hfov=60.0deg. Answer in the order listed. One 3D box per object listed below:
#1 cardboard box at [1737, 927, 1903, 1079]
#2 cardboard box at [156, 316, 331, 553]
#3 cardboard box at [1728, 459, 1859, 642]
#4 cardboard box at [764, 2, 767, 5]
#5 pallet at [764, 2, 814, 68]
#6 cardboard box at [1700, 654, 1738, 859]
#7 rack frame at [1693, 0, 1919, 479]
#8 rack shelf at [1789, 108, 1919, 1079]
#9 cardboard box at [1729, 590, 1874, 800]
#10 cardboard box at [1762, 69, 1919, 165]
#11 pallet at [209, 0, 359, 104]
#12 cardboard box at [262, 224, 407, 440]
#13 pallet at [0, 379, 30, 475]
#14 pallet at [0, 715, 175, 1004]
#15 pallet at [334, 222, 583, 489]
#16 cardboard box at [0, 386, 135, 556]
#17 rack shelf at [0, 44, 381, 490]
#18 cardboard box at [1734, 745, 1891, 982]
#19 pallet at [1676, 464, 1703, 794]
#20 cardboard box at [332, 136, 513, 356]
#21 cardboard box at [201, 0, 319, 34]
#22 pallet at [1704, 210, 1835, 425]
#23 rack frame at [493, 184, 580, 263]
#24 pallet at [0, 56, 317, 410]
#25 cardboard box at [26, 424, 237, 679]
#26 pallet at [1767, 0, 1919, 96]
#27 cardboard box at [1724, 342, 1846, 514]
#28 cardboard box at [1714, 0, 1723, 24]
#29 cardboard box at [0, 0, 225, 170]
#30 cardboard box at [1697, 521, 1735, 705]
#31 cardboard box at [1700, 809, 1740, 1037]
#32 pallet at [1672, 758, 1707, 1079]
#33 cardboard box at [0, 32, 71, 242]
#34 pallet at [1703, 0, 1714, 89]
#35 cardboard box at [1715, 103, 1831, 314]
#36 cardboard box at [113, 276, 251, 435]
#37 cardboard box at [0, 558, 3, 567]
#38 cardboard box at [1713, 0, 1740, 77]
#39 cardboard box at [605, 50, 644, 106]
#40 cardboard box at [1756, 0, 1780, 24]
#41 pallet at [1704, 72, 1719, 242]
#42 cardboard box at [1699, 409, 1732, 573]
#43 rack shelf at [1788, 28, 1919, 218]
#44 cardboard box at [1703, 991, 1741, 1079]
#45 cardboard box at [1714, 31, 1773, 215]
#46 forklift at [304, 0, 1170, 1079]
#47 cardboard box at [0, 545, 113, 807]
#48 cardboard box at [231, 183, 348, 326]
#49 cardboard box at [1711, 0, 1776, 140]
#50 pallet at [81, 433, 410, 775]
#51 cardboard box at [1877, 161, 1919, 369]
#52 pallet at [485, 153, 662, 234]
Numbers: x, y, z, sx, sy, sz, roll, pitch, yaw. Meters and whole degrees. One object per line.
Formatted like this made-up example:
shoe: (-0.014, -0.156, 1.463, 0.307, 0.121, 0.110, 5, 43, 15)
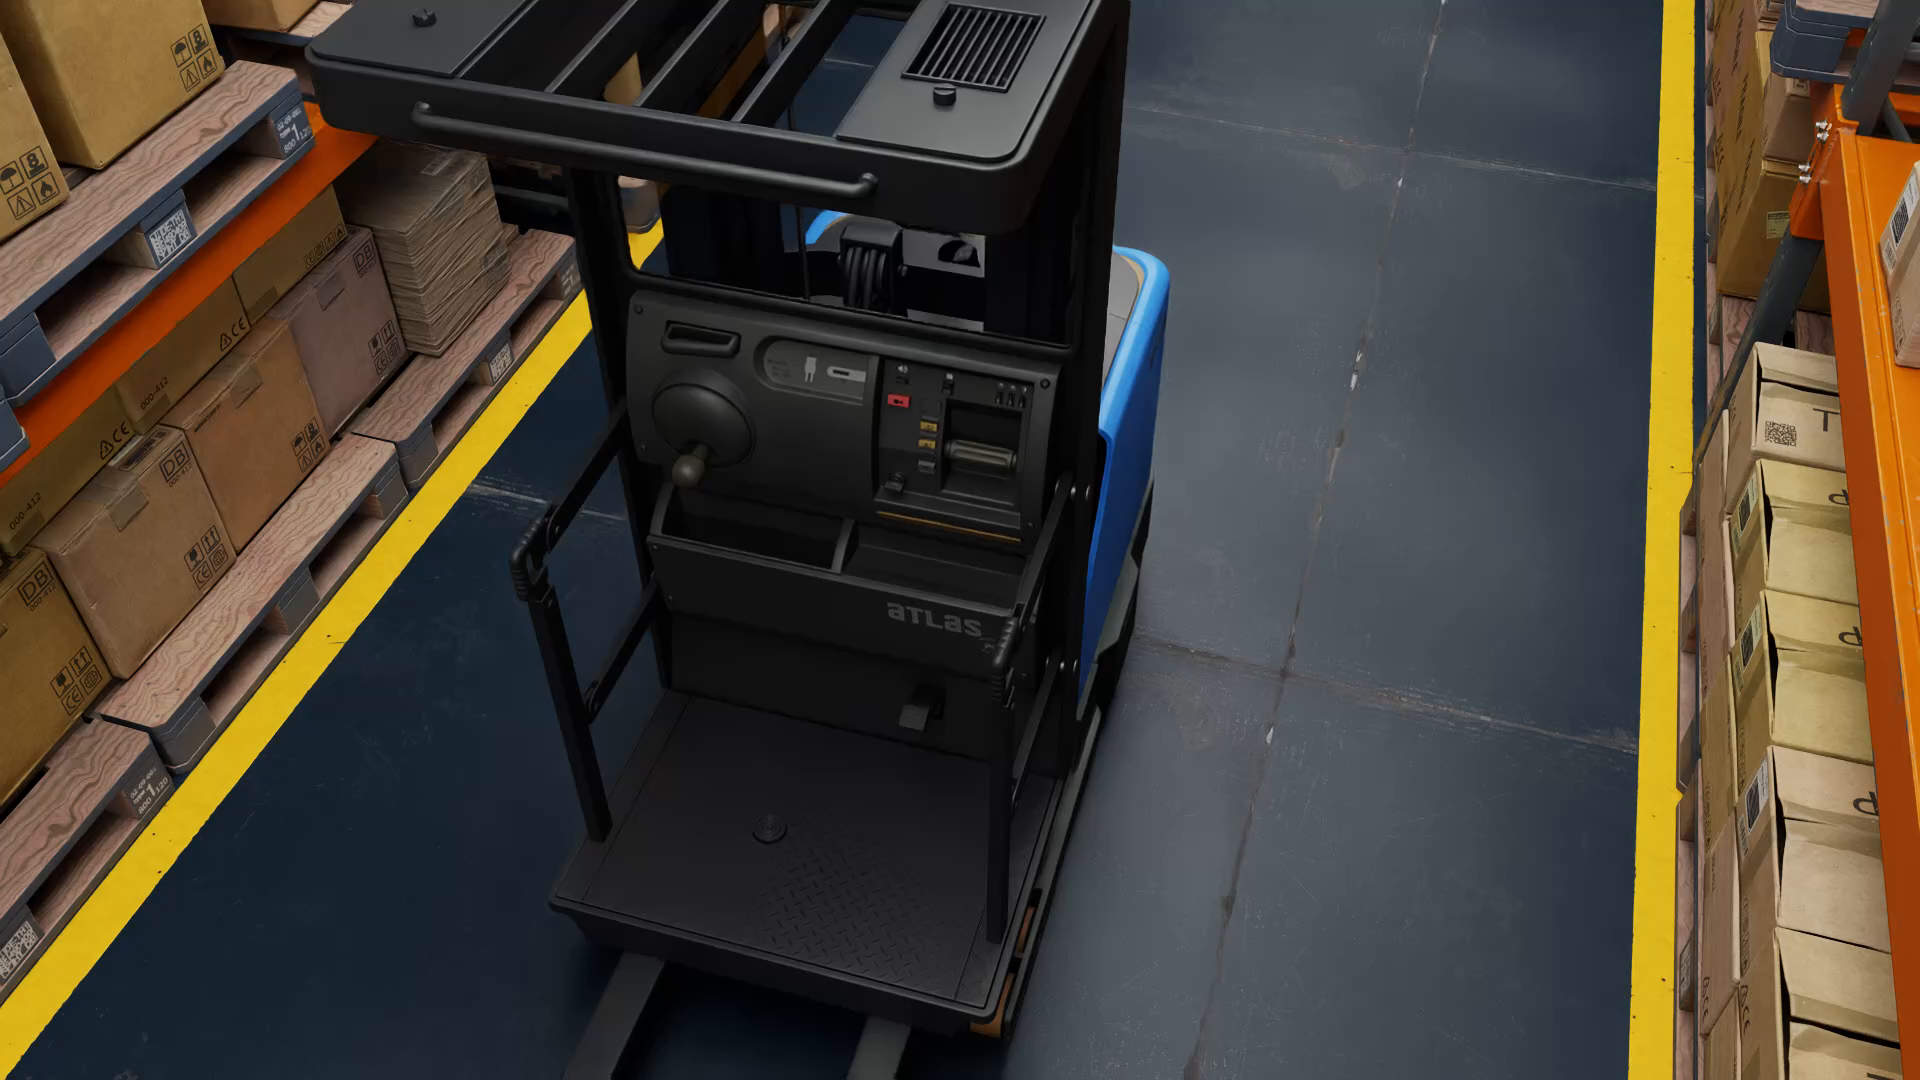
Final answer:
cardboard box: (1.843, 1.078, 3.269, 0.500, 0.311, 0.500, 12, 46, 12)
cardboard box: (-2.381, -0.373, 4.960, 0.700, 0.500, 0.500, 12, 46, 12)
cardboard box: (2.310, 0.061, 4.307, 0.500, 0.311, 0.500, 11, 46, 12)
cardboard box: (-1.203, -2.683, 7.084, 0.750, 0.750, 0.750, 12, 46, 12)
pallet: (-1.141, -2.580, 7.735, 1.003, 0.211, 1.213, 13, 46, 13)
cardboard box: (2.158, 0.593, 4.165, 0.500, 0.250, 0.500, 11, 46, 11)
rack frame: (2.900, -1.210, 4.342, 1.000, 3.000, 0.127, 13, 46, 13)
rack shelf: (2.294, 0.381, 3.231, 1.077, 0.370, 4.000, 13, 46, 13)
cardboard box: (2.154, 0.401, 3.960, 0.500, 0.311, 0.500, 11, 46, 11)
cardboard box: (2.972, -1.453, 5.527, 0.500, 0.250, 0.500, 14, 46, 14)
pallet: (-1.937, -1.690, 4.970, 1.213, 0.211, 1.003, 13, 46, 13)
cardboard box: (-2.258, -0.711, 5.304, 0.700, 0.500, 0.500, 12, 46, 12)
pallet: (-2.664, 0.000, 3.243, 1.003, 0.211, 1.213, 13, 46, 13)
pallet: (-2.799, 0.887, 4.192, 1.003, 0.211, 1.213, 13, 46, 13)
pallet: (-2.060, -0.739, 5.854, 1.003, 0.211, 1.213, 13, 46, 13)
cardboard box: (-2.543, -0.258, 4.306, 0.500, 0.250, 0.500, 11, 46, 11)
rack shelf: (-2.428, -0.666, 4.300, 1.077, 0.370, 4.000, 13, 46, 13)
cardboard box: (1.999, 0.744, 3.610, 0.500, 0.311, 0.500, 12, 46, 12)
pallet: (2.613, 0.327, 4.764, 1.003, 0.211, 1.213, 13, 46, 13)
cardboard box: (-1.991, -1.029, 5.630, 0.700, 0.500, 0.500, 13, 46, 13)
cardboard box: (-2.099, -1.756, 4.513, 0.700, 0.500, 0.500, 9, 45, 9)
pallet: (3.162, -0.703, 5.817, 1.003, 0.211, 1.213, 13, 46, 13)
rack frame: (-1.822, -2.256, 5.411, 1.000, 3.000, 0.127, 13, 46, 13)
pallet: (-2.383, -0.860, 4.121, 1.003, 0.211, 1.213, 13, 46, 13)
cardboard box: (-2.525, -0.035, 4.614, 0.700, 0.500, 0.500, 13, 46, 13)
pallet: (3.038, -1.608, 4.886, 1.213, 0.211, 1.003, 13, 46, 13)
cardboard box: (2.461, -0.291, 4.667, 0.500, 0.311, 0.500, 14, 46, 14)
cardboard box: (3.581, -2.511, 7.144, 0.500, 0.500, 0.500, 13, 46, 13)
cardboard box: (-2.311, -1.299, 4.047, 0.700, 0.500, 0.500, 13, 46, 13)
cardboard box: (2.310, 0.245, 4.521, 0.500, 0.250, 0.500, 11, 46, 11)
cardboard box: (2.003, 0.935, 3.816, 0.500, 0.250, 0.500, 13, 46, 13)
pallet: (2.242, 1.138, 3.936, 1.003, 0.211, 1.213, 13, 46, 13)
cardboard box: (-2.501, -0.932, 3.671, 0.700, 0.500, 0.500, 19, 47, 18)
pallet: (3.901, -2.329, 7.479, 1.003, 0.211, 1.213, 13, 46, 13)
cardboard box: (2.959, -1.147, 5.750, 0.500, 0.500, 0.500, 14, 46, 14)
cardboard box: (-2.374, -0.587, 4.641, 0.500, 0.250, 0.500, 12, 46, 12)
cardboard box: (-2.697, 0.090, 3.950, 0.500, 0.250, 0.500, 12, 46, 12)
cardboard box: (3.423, -2.180, 6.805, 0.500, 0.500, 0.500, 13, 46, 13)
cardboard box: (-1.475, -2.101, 6.489, 0.750, 0.750, 0.750, 12, 46, 12)
cardboard box: (3.278, -2.136, 6.225, 0.500, 0.250, 0.500, 12, 46, 12)
pallet: (3.533, -1.513, 6.646, 1.003, 0.211, 1.213, 13, 46, 13)
cardboard box: (2.461, -0.090, 4.863, 0.500, 0.250, 0.500, 12, 46, 12)
rack shelf: (3.505, -2.286, 5.955, 1.077, 0.370, 4.000, 13, 46, 13)
cardboard box: (1.847, 1.273, 3.470, 0.500, 0.250, 0.500, 13, 46, 13)
cardboard box: (3.116, -1.492, 6.102, 0.500, 0.500, 0.500, 11, 45, 11)
forklift: (-0.317, -0.164, 3.322, 1.130, 2.935, 3.031, 12, 46, 12)
cardboard box: (-2.718, 0.297, 4.275, 0.700, 0.500, 0.500, 12, 46, 12)
cardboard box: (-2.223, -0.931, 4.993, 0.500, 0.250, 0.500, 13, 46, 13)
cardboard box: (3.269, -1.843, 6.461, 0.500, 0.500, 0.500, 11, 45, 11)
pallet: (-2.432, 0.071, 5.026, 1.003, 0.211, 1.213, 13, 46, 13)
cardboard box: (2.444, -0.623, 3.805, 0.500, 0.311, 0.500, 12, 46, 12)
pallet: (-1.512, -1.769, 6.907, 1.003, 0.211, 1.213, 13, 46, 13)
